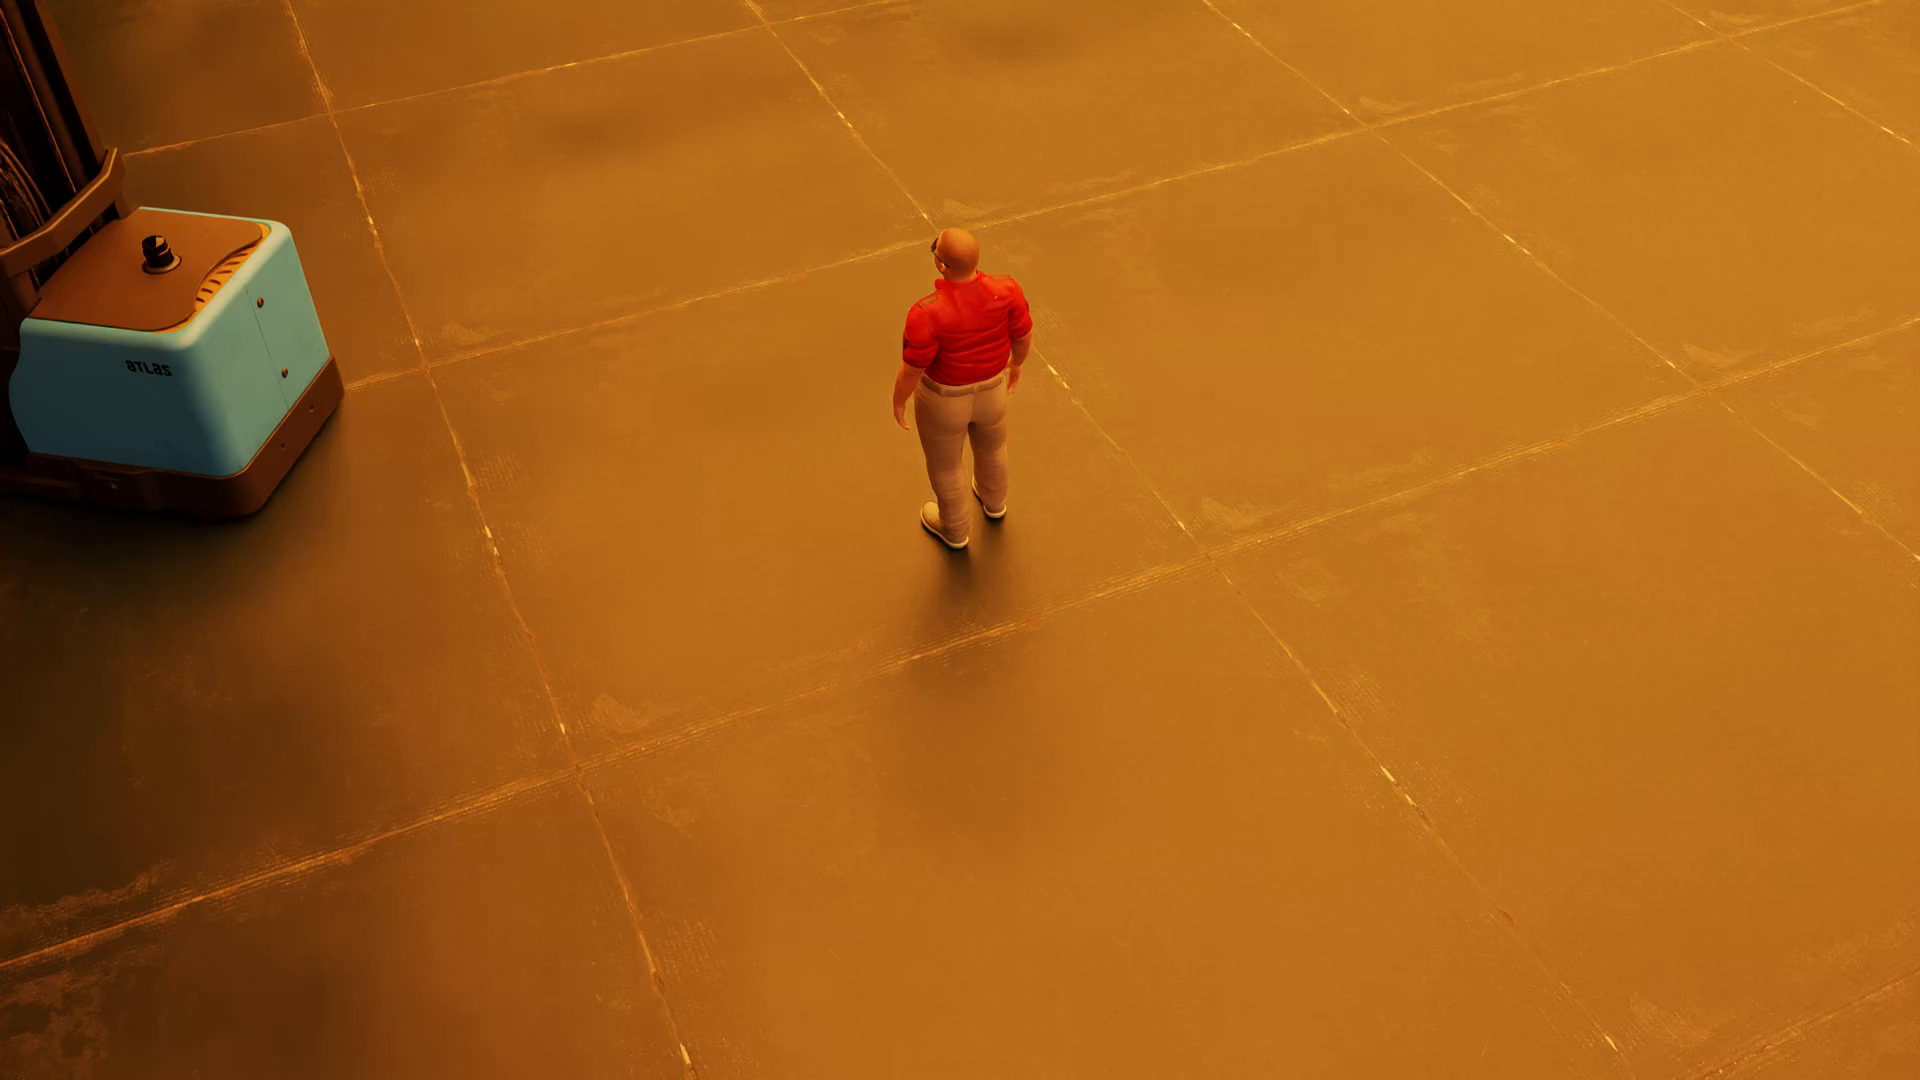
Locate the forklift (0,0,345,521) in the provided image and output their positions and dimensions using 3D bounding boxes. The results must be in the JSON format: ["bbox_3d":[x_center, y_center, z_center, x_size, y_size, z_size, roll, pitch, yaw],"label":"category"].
[{"bbox_3d":[-4.722,-1.658,7.457,3.031,2.935,1.130,7,44,8],"label":"forklift"}]

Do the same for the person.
[{"bbox_3d":[-0.027,-0.696,7.296,0.642,1.727,0.550,-18,46,-18],"label":"person"}]
